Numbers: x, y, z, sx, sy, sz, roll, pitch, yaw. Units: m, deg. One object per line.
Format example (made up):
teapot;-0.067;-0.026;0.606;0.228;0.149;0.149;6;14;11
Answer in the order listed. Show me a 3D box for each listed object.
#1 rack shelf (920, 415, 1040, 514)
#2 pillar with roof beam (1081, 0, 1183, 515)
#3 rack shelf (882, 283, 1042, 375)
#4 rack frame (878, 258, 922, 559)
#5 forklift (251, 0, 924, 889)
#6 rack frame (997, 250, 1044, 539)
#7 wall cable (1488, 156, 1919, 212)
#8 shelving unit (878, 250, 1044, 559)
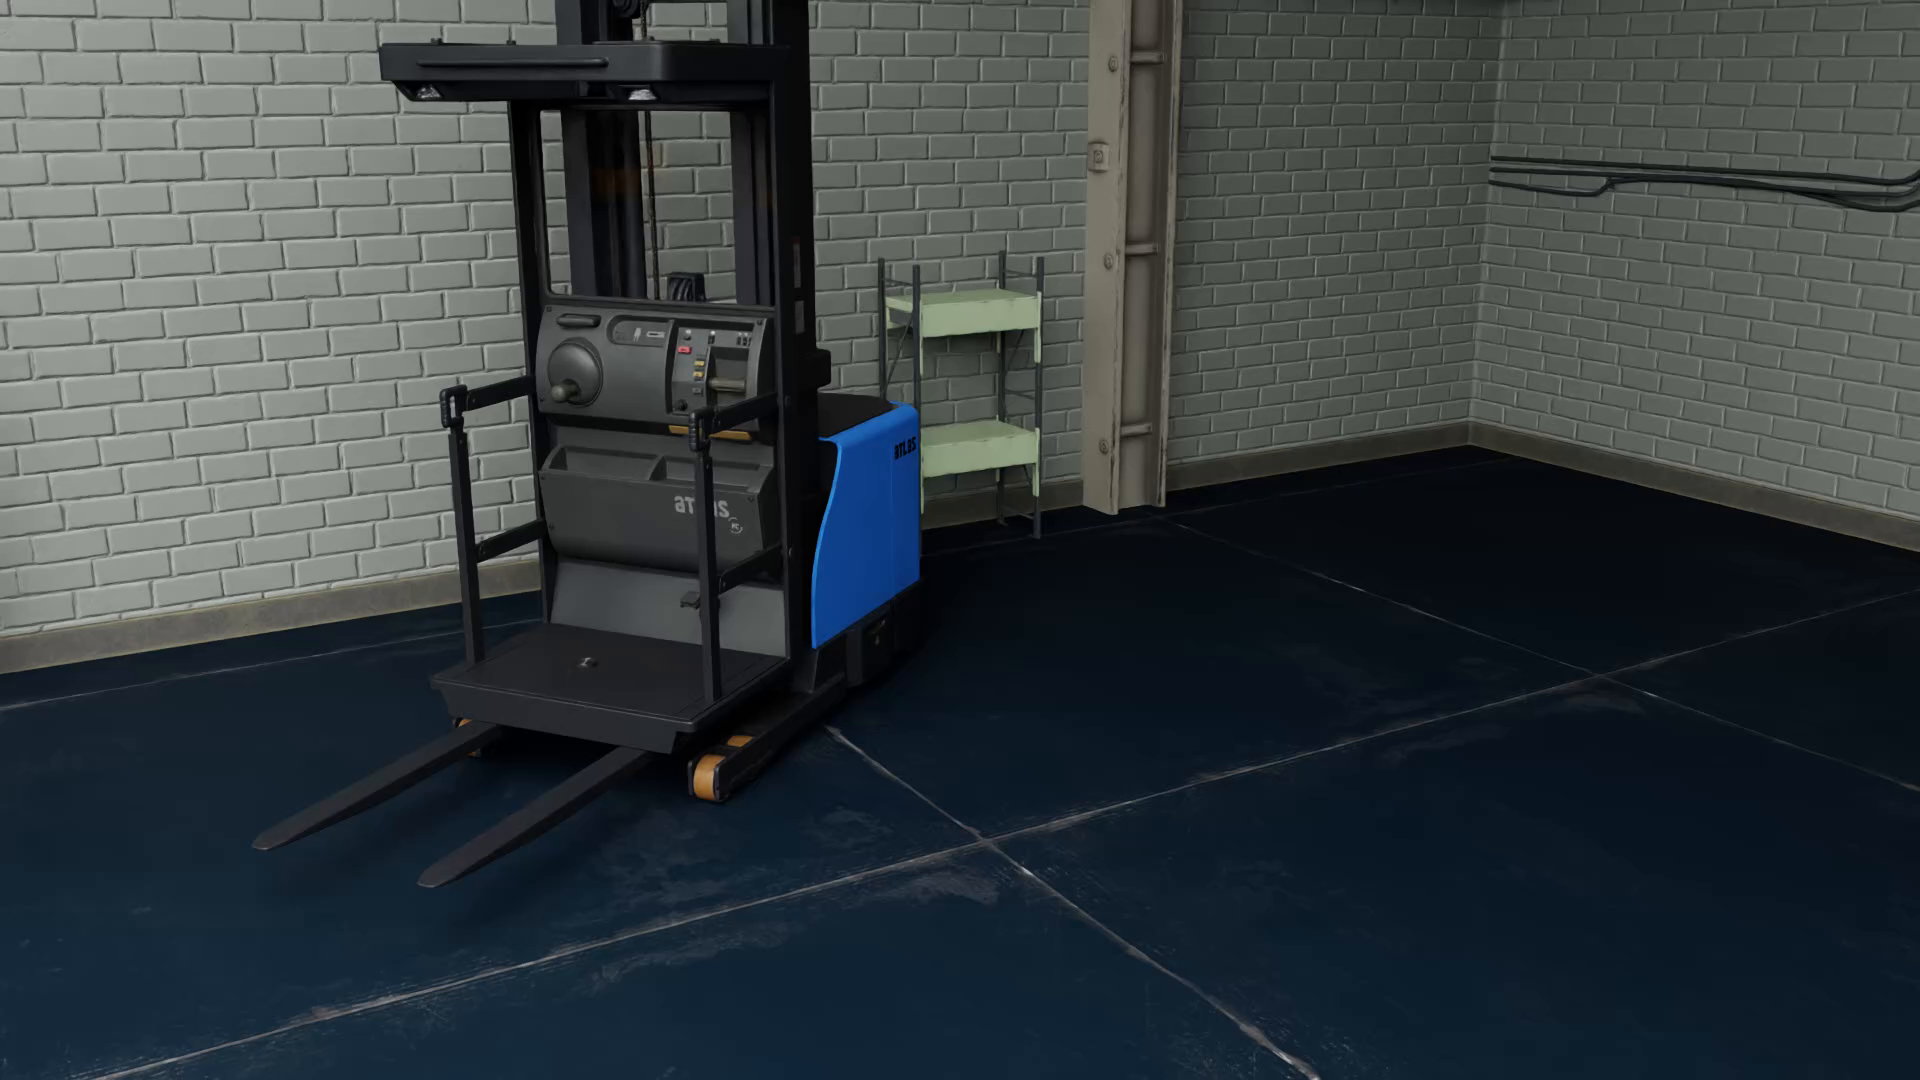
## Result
rack shelf;0.006;-0.409;8.799;0.720;0.370;0.431;-9;18;-30
pillar with roof beam;3.161;-3.541;4.869;0.400;9.000;9.100;-9;18;-30
rack shelf;0.006;-1.099;8.605;0.720;0.370;0.431;-9;18;-30
rack frame;-0.308;-0.672;8.529;0.023;1.500;0.400;-9;18;-30
forklift;-1.192;-0.641;5.765;1.130;2.935;3.031;6;17;22
rack frame;0.319;-0.774;8.892;0.023;1.500;0.400;-9;18;-30
wall cable;4.150;-3.145;9.211;0.112;2.526;3.097;-9;18;-30
shelving unit;0.006;-0.723;8.711;0.755;1.500;0.431;-9;18;-30
